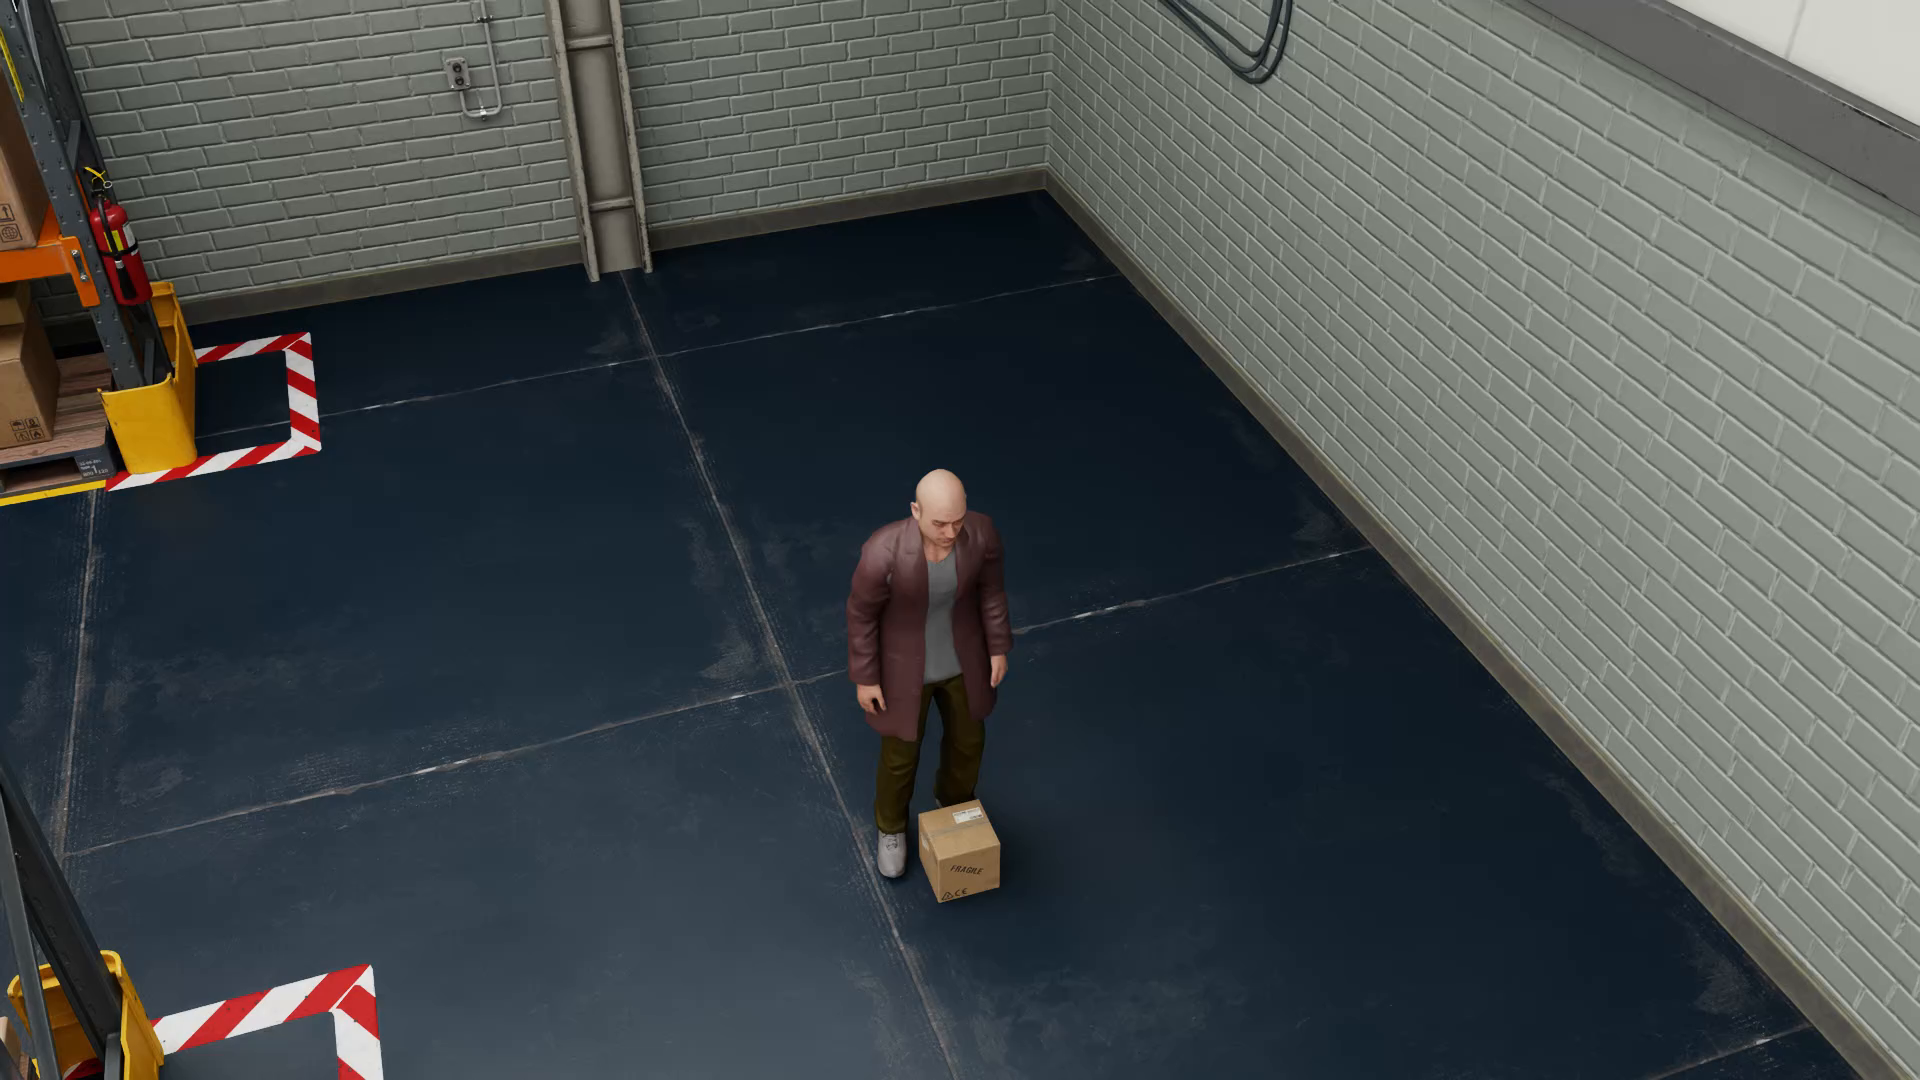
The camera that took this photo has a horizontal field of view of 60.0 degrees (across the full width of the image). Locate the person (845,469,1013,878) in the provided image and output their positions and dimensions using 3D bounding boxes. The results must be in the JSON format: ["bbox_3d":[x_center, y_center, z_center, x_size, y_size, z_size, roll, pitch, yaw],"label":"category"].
[{"bbox_3d":[-0.104,0.465,6.186,0.641,1.773,0.427,-13,39,-16],"label":"person"}]
